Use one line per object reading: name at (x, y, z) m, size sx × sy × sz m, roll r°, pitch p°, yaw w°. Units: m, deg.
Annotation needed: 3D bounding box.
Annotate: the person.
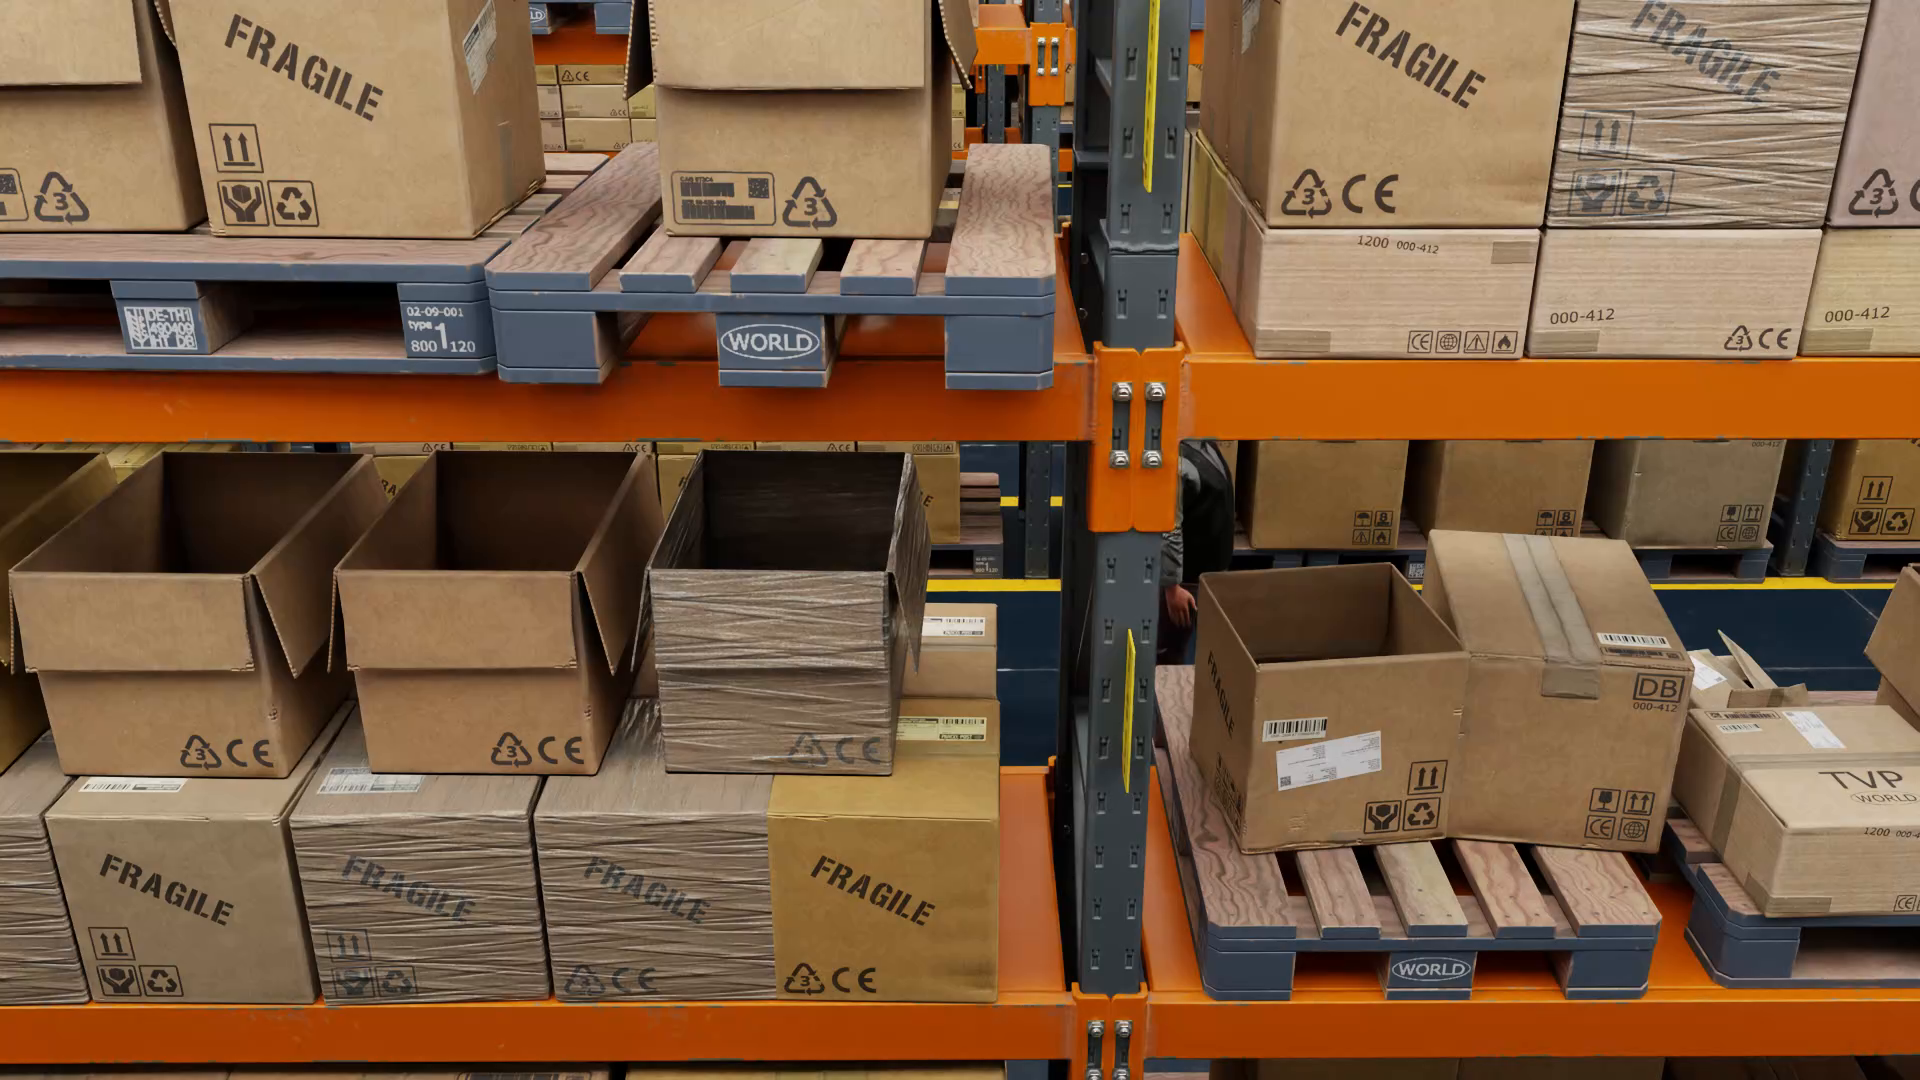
person at (1.048, 0.143, 6.786) m, size 0.764 × 1.708 × 0.548 m, roll 10°, pitch 26°, yaw 21°
